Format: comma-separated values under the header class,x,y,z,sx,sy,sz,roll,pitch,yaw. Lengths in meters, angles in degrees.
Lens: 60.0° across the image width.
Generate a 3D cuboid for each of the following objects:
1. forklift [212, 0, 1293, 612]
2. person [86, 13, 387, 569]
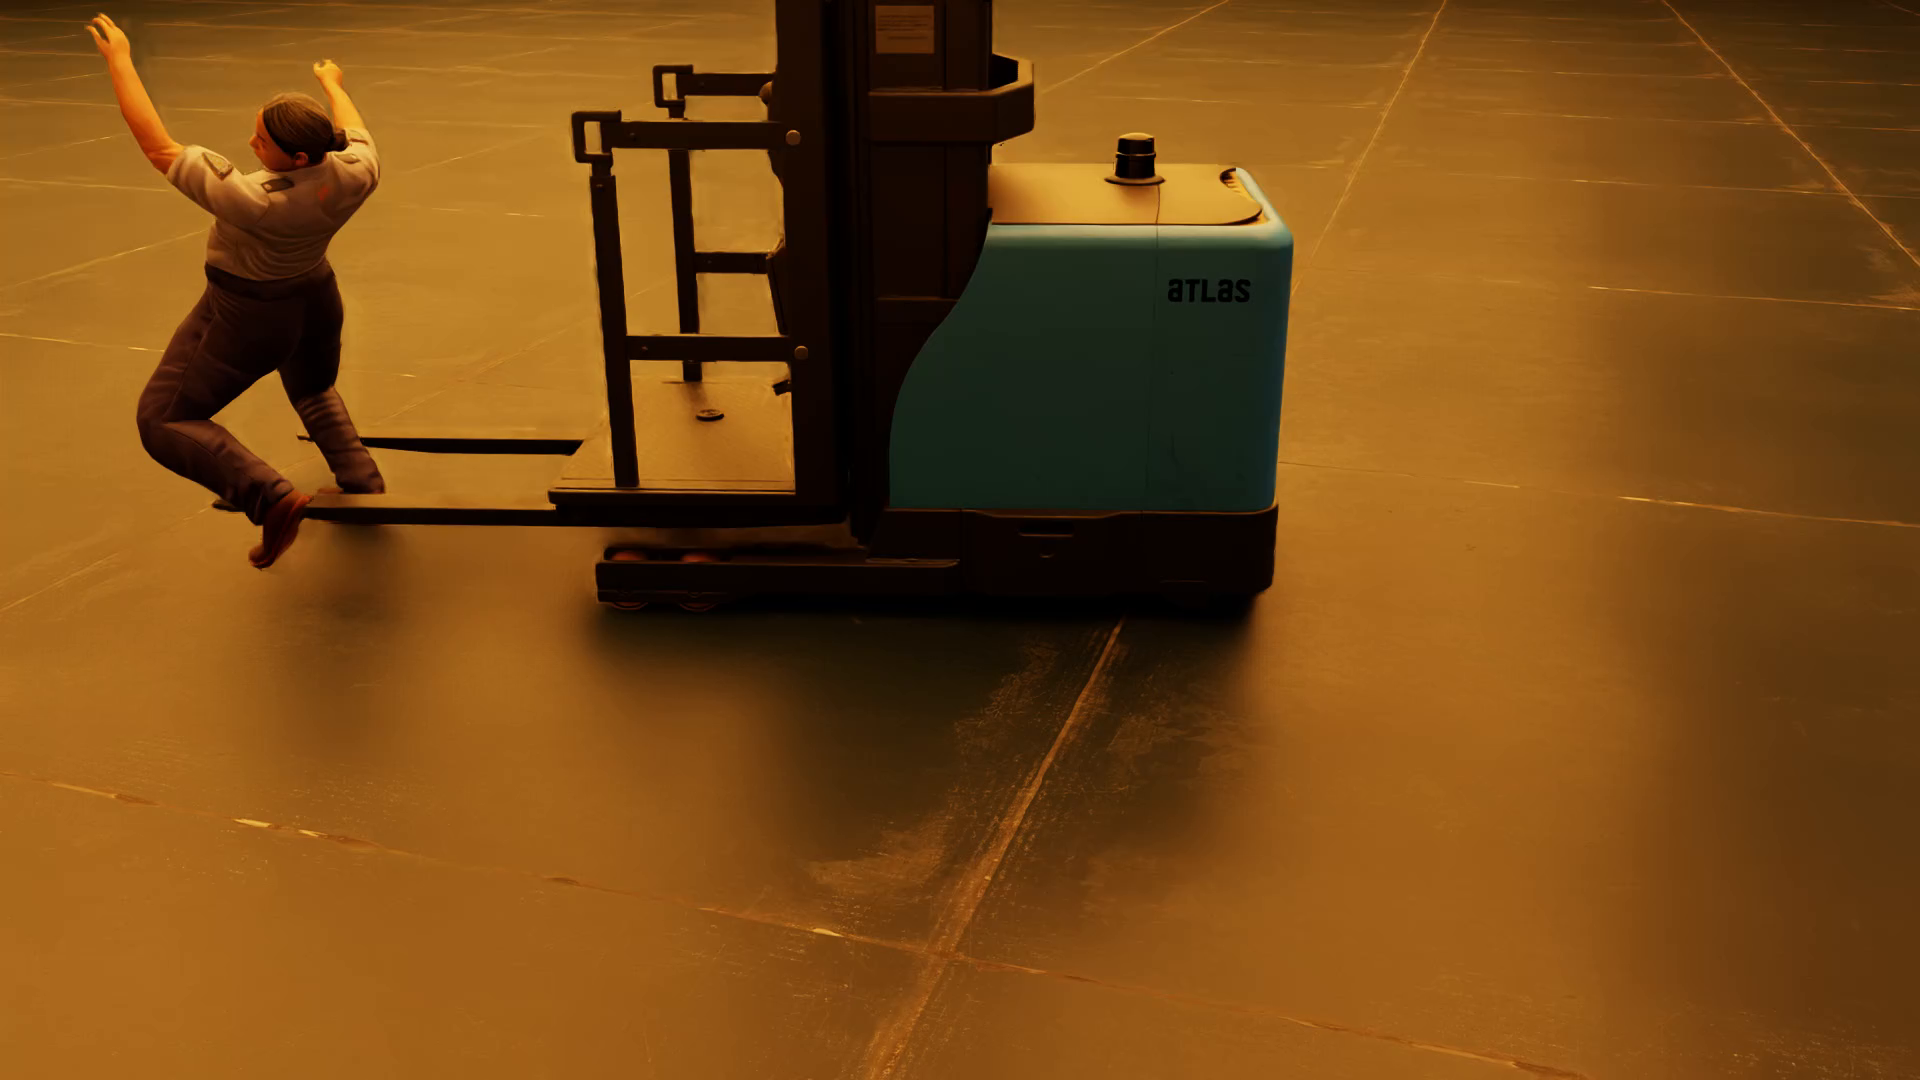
class,x,y,z,sx,sy,sz,roll,pitch,yaw
forklift,-0.626,-1.355,4.563,3.031,2.935,1.130,1,22,2
person,-1.924,-0.772,4.913,0.642,1.540,0.964,8,24,20
